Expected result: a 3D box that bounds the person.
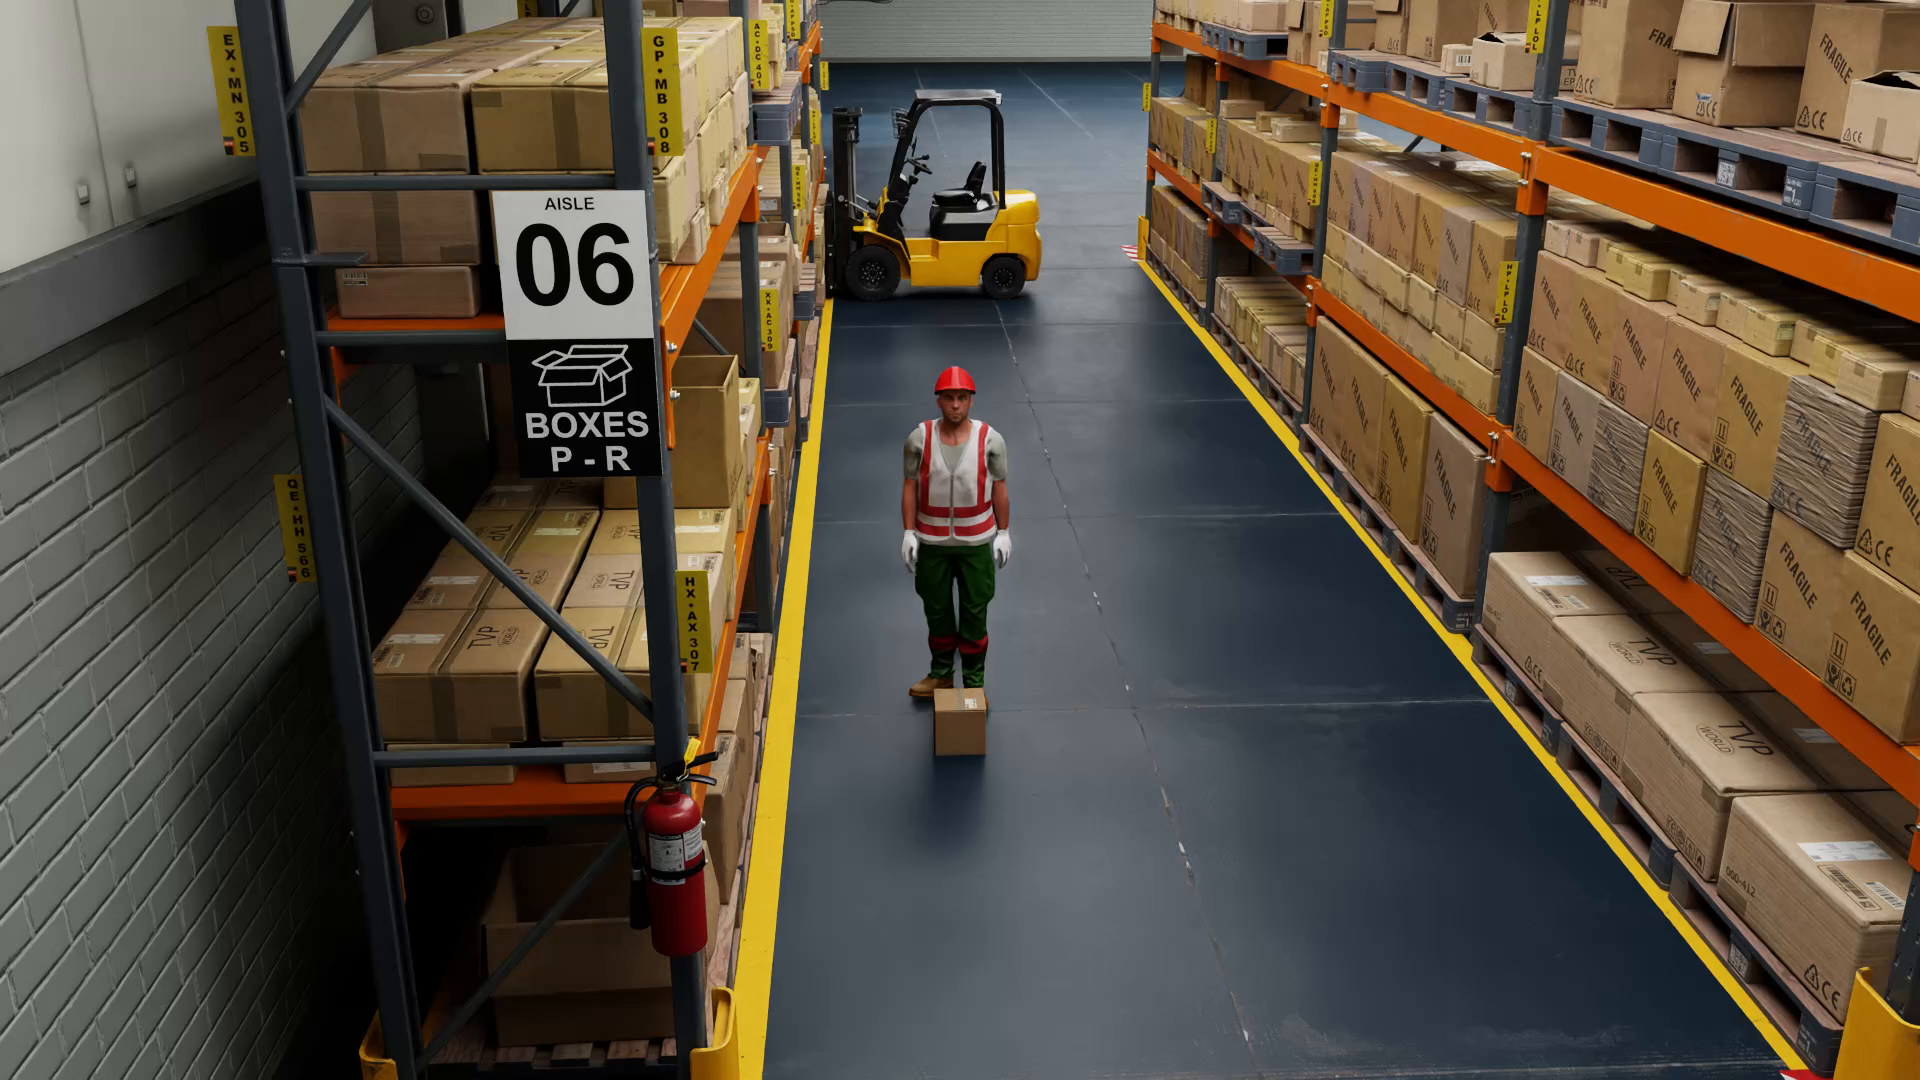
[{"bbox_3d":[-0.017,-0.004,8.487,0.563,1.790,0.392,1,20,4],"label":"person"}]
